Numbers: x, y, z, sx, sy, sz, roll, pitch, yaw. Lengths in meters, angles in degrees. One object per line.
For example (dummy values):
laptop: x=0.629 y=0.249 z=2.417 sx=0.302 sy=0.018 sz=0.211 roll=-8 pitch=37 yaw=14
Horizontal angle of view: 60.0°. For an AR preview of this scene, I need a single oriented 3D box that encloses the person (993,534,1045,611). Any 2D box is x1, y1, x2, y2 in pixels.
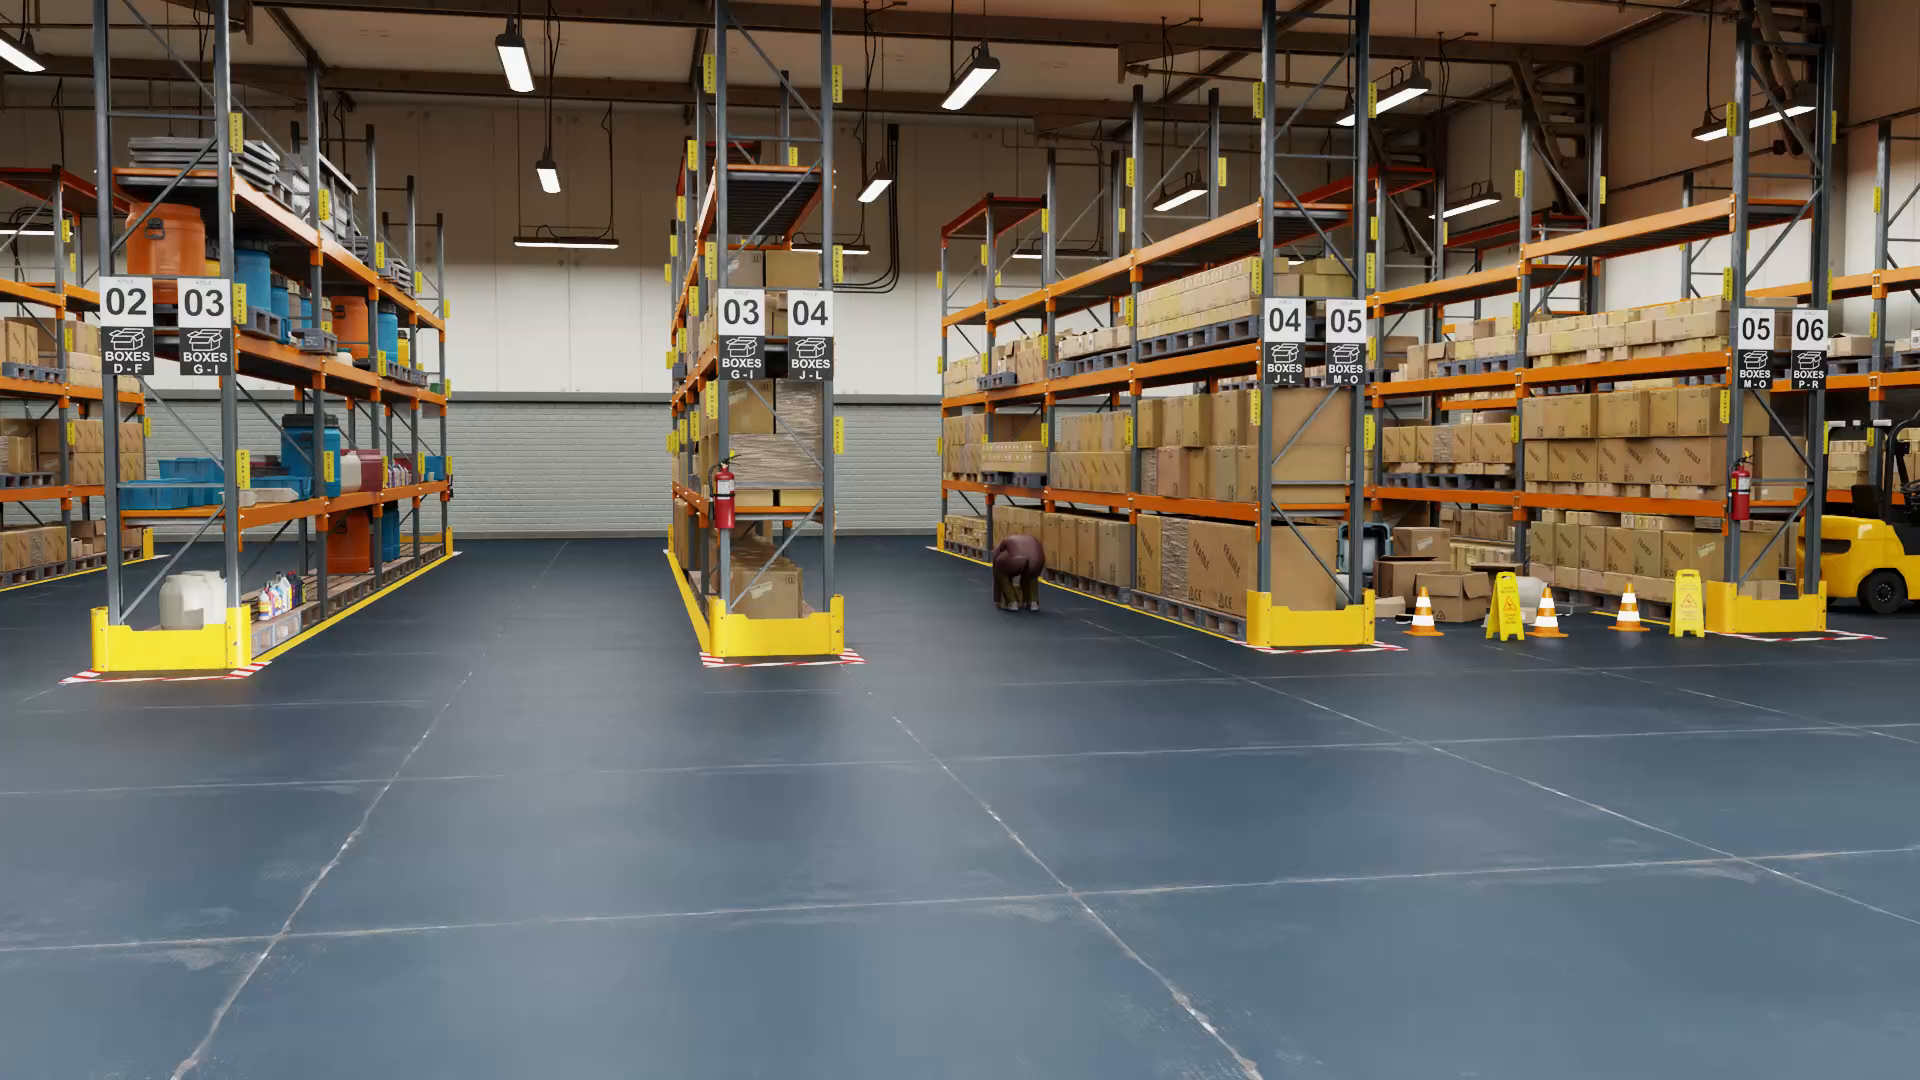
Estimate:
person: x=0.658 y=0.371 z=19.007 sx=0.583 sy=0.881 sz=0.952 roll=-1 pitch=3 yaw=-13
